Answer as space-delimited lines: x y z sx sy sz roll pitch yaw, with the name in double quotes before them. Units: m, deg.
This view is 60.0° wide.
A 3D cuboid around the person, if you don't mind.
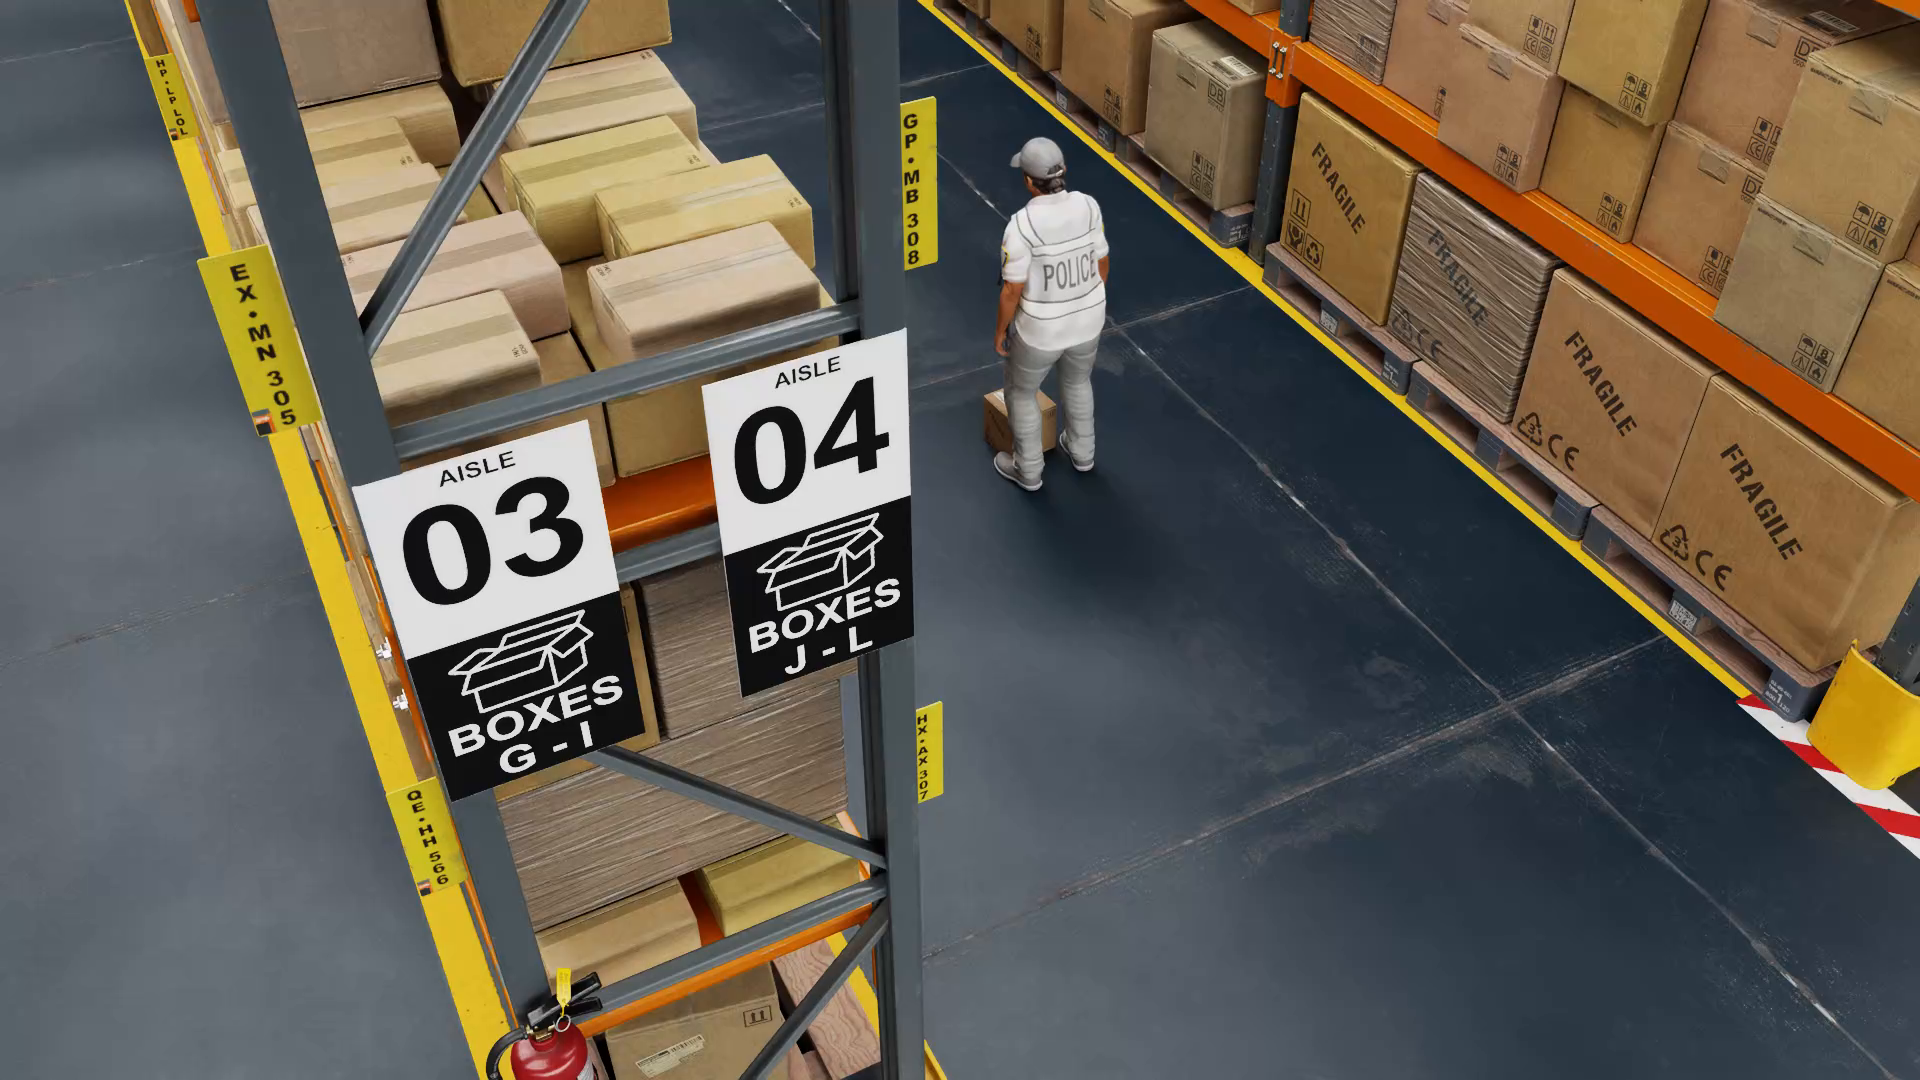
"person" 0.407 -0.937 7.224 0.544 1.652 0.397 -19 45 -21
